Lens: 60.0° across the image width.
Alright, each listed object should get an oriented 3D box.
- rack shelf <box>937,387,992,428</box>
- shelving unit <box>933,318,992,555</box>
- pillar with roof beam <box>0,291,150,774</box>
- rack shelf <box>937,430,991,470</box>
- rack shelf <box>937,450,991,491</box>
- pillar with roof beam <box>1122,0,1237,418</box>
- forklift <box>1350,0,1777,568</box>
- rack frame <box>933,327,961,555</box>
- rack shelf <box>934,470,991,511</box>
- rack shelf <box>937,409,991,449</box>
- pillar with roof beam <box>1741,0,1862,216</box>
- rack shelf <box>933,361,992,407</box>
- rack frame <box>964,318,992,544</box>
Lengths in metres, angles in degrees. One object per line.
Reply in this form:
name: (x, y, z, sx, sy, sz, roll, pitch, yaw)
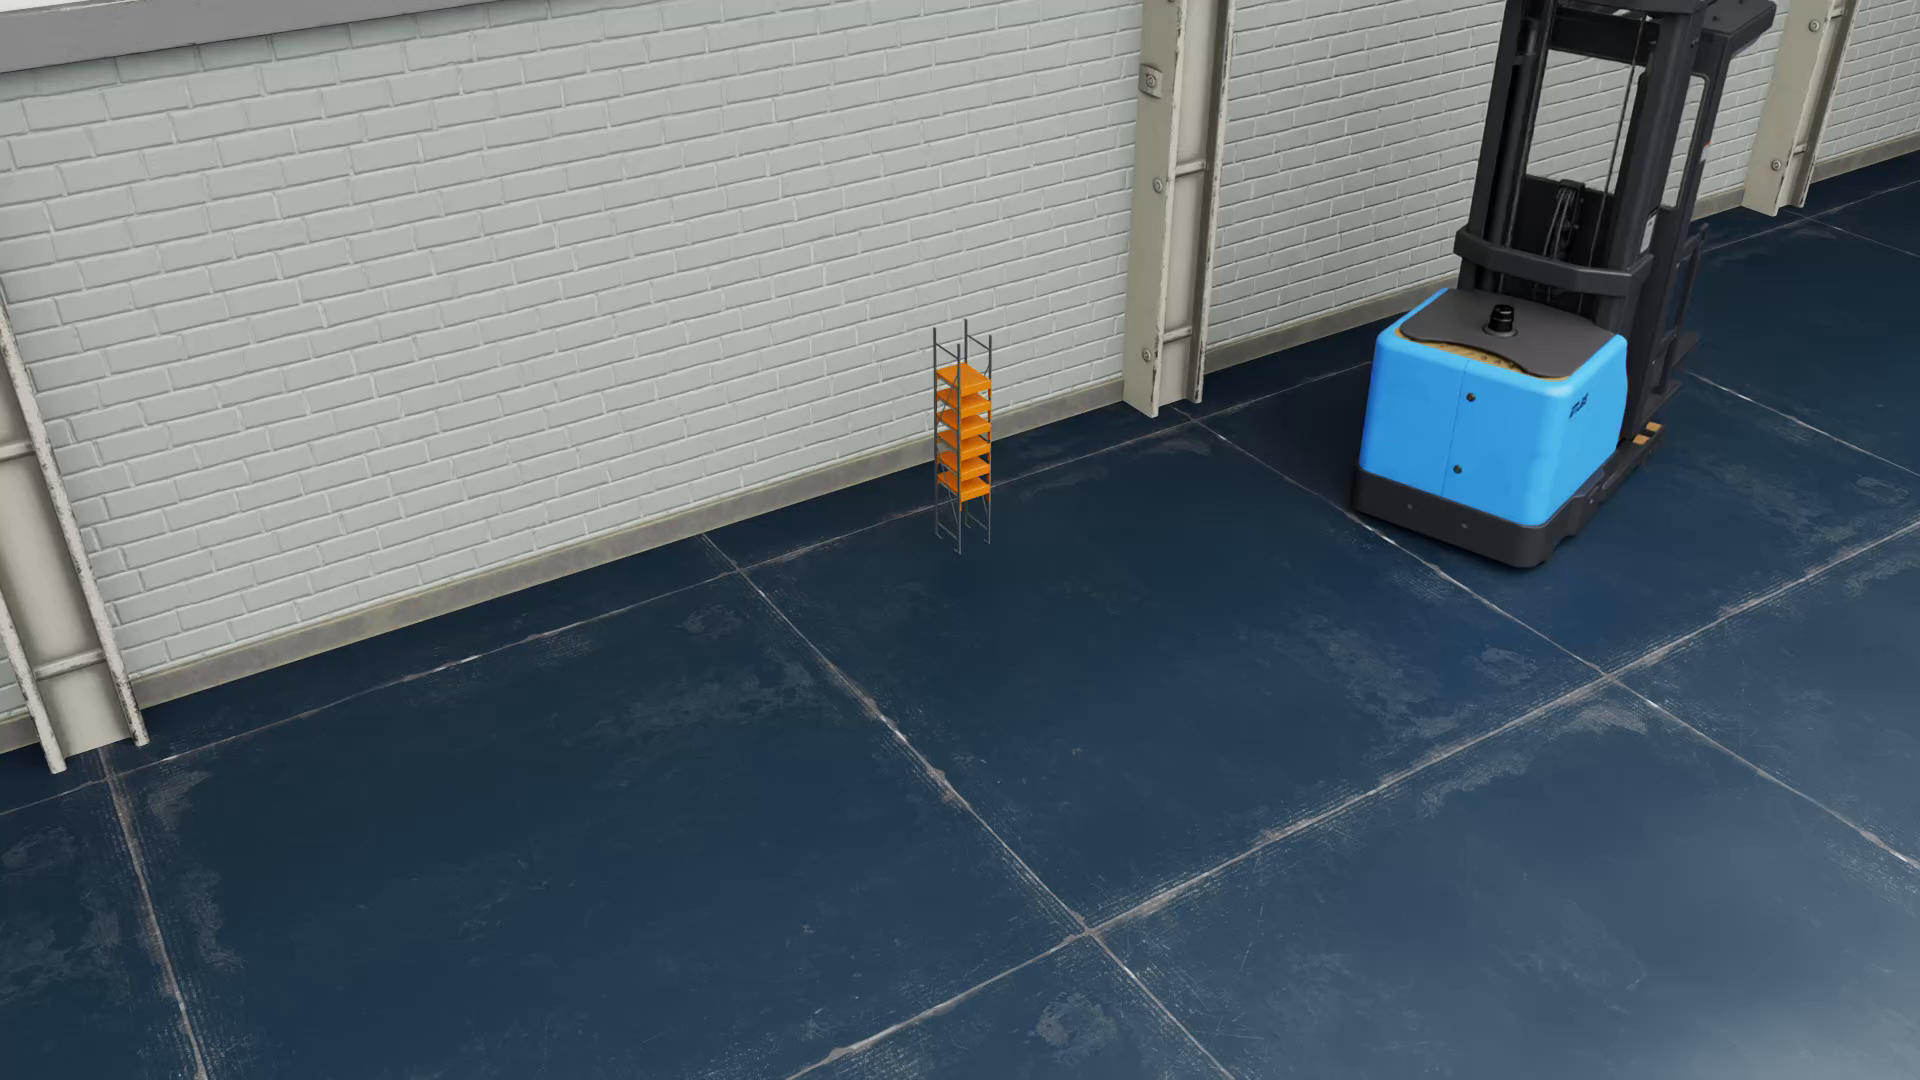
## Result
rack shelf: (0.012, -0.677, 8.332, 0.180, 0.103, 0.258, -19, 37, -27)
shelving unit: (0.012, -0.512, 8.437, 0.189, 1.200, 0.258, -19, 37, -27)
pillar with roof beam: (-1.489, -0.994, 1.892, 0.400, 9.000, 9.100, -19, 37, -27)
rack shelf: (0.012, -0.474, 8.460, 0.180, 0.103, 0.258, -19, 37, -27)
rack shelf: (0.012, -0.373, 8.524, 0.180, 0.103, 0.258, -19, 37, -27)
pillar with roof beam: (3.554, -2.729, 4.641, 0.400, 9.000, 9.100, -19, 37, -27)
forklift: (3.409, -1.819, 8.887, 1.130, 2.935, 3.031, 23, 39, 32)
rack frame: (-0.065, -0.485, 8.395, 0.006, 1.200, 0.240, -19, 37, -27)
rack shelf: (0.012, -0.271, 8.588, 0.180, 0.103, 0.258, -19, 37, -27)
rack shelf: (0.012, -0.576, 8.396, 0.180, 0.103, 0.258, -19, 37, -27)
pillar with roof beam: (8.597, -4.463, 7.390, 0.400, 9.000, 9.100, -19, 37, -27)
rack shelf: (0.012, -0.779, 8.268, 0.180, 0.103, 0.258, -19, 37, -27)
rack frame: (0.089, -0.538, 8.478, 0.006, 1.200, 0.240, -19, 37, -27)
